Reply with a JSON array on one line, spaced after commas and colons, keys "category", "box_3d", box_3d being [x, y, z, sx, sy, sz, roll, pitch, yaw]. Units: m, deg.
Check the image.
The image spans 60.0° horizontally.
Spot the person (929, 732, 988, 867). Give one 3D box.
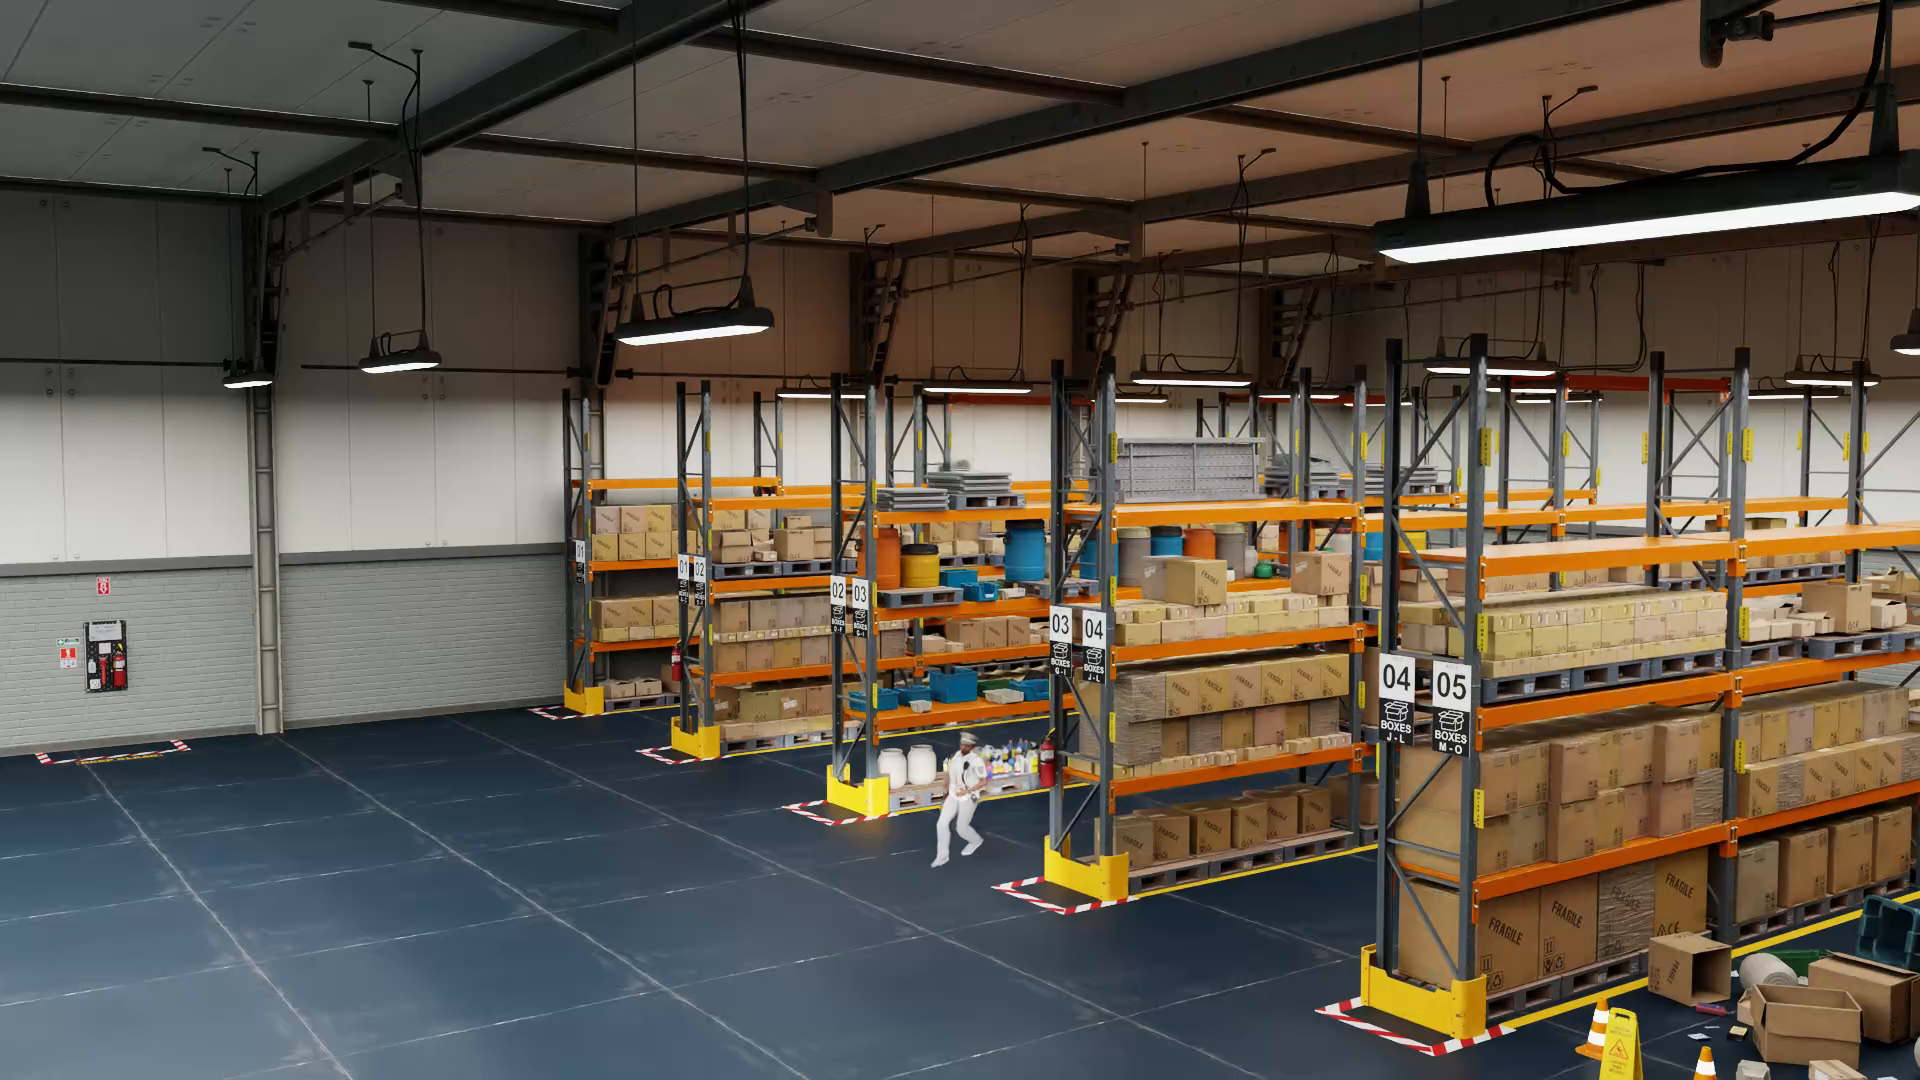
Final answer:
[{"category": "person", "box_3d": [0.100, 3.100, 19.903, 0.642, 1.673, 0.782, 3, 5, 41]}]
